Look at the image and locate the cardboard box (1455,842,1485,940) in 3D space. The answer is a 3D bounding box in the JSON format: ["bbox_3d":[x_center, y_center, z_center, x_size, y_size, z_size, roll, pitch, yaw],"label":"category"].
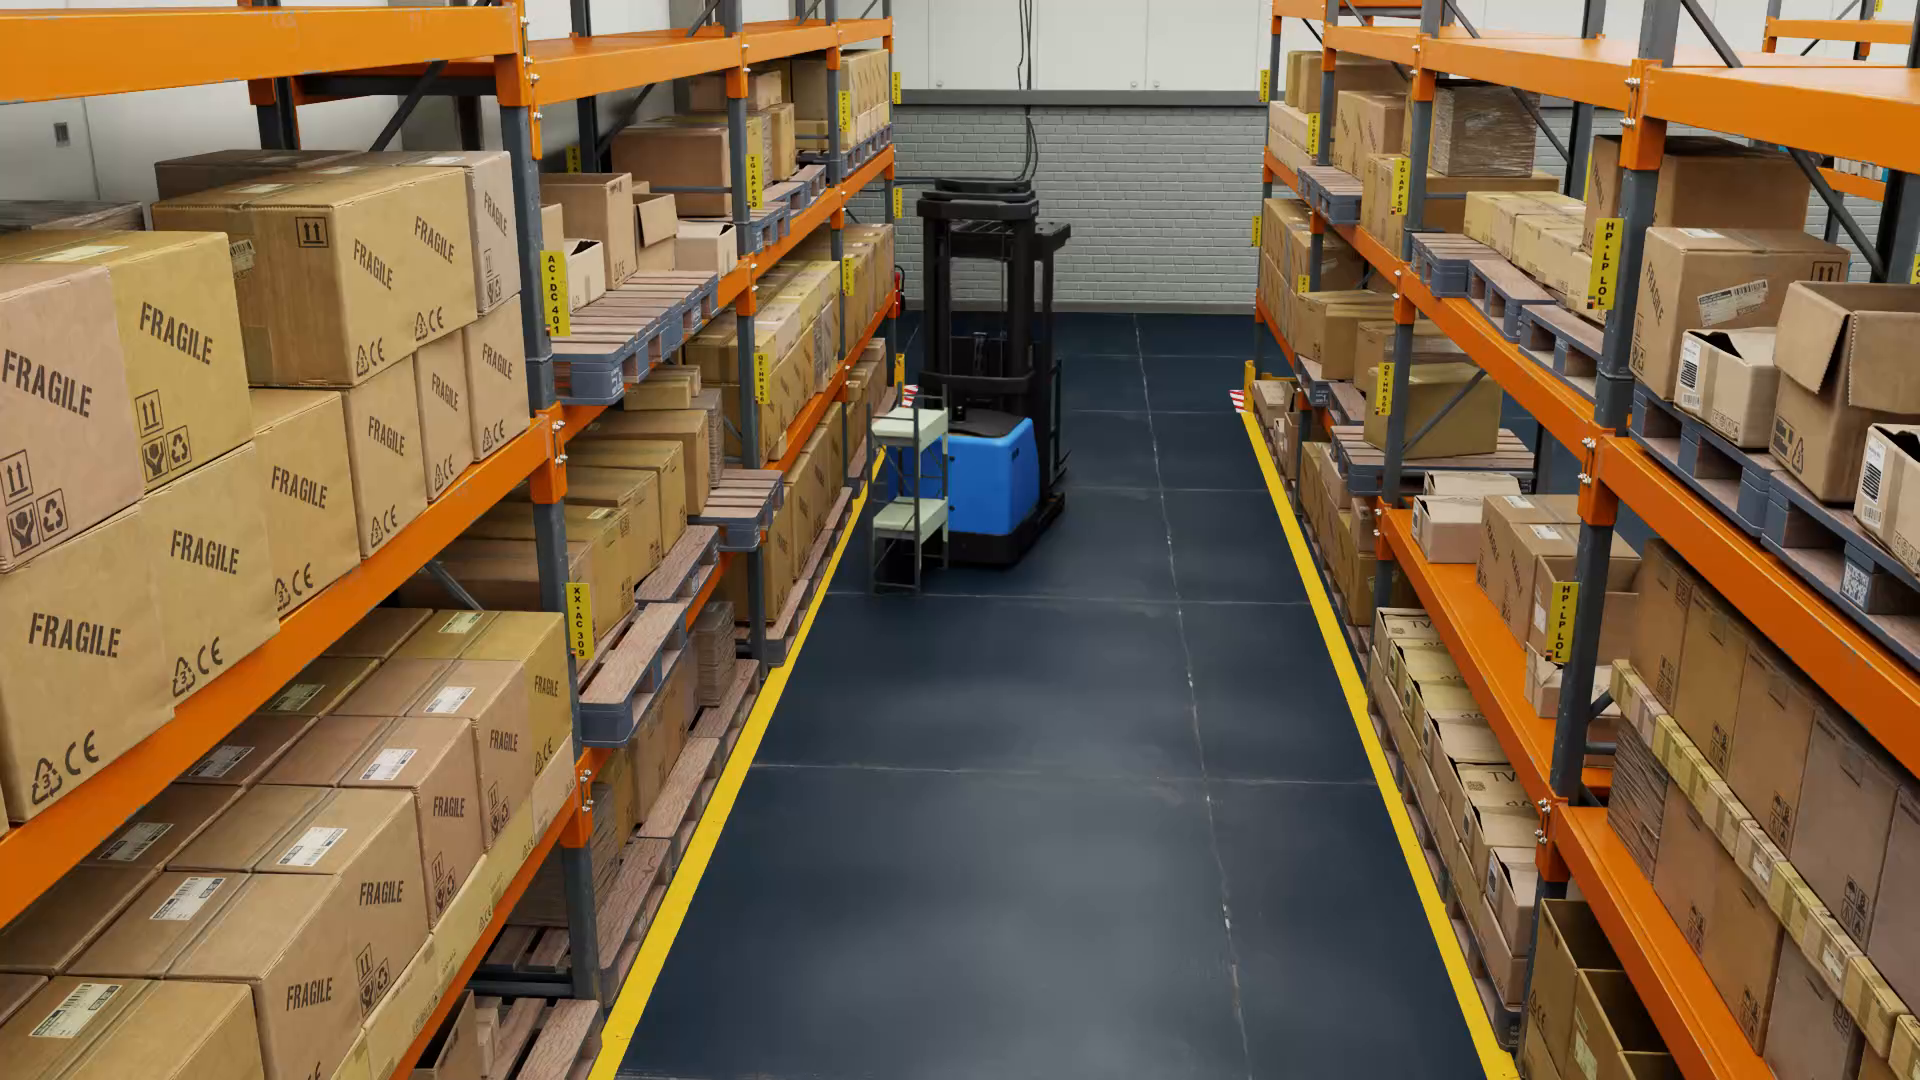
[{"bbox_3d":[2.641,1.654,7.799,0.500,0.250,0.500,1,18,3],"label":"cardboard box"}]

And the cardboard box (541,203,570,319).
[{"bbox_3d":[-1.959,-1.111,6.843,0.500,0.500,0.500,4,19,12],"label":"cardboard box"}]

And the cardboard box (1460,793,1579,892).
[{"bbox_3d":[2.637,1.386,7.717,0.500,0.311,0.500,2,18,5],"label":"cardboard box"}]

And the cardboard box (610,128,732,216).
[{"bbox_3d":[-1.815,-2.343,10.573,0.700,0.500,0.500,0,18,0],"label":"cardboard box"}]

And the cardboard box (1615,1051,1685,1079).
[{"bbox_3d":[2.446,2.038,5.424,0.500,0.500,0.500,1,18,4],"label":"cardboard box"}]

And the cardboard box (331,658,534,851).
[{"bbox_3d":[-1.834,0.744,5.839,0.500,0.500,0.500,1,18,4],"label":"cardboard box"}]

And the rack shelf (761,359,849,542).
[{"bbox_3d":[-1.648,-0.792,12.677,1.077,0.370,4.000,1,18,4],"label":"rack shelf"}]

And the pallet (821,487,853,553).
[{"bbox_3d":[-1.485,-0.188,14.159,1.003,0.211,1.213,1,18,4],"label":"pallet"}]

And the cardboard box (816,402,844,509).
[{"bbox_3d":[-1.422,-0.728,14.105,0.750,0.750,0.750,1,18,5],"label":"cardboard box"}]

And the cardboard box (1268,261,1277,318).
[{"bbox_3d":[3.358,-2.487,16.535,0.500,0.500,0.500,1,18,4],"label":"cardboard box"}]

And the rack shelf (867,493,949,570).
[{"bbox_3d":[-0.393,-0.074,12.789,0.431,0.370,0.720,5,19,15],"label":"rack shelf"}]

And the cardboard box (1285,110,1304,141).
[{"bbox_3d":[3.314,-3.860,15.506,0.500,0.250,0.500,1,18,4],"label":"cardboard box"}]

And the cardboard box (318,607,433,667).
[{"bbox_3d":[-2.320,0.577,6.350,0.500,0.500,0.500,1,18,3],"label":"cardboard box"}]

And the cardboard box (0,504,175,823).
[{"bbox_3d":[-2.018,0.225,3.408,0.500,0.500,0.500,2,18,8],"label":"cardboard box"}]

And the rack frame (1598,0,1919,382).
[{"bbox_3d":[2.863,-2.012,5.610,1.000,3.000,0.127,1,18,4],"label":"rack frame"}]

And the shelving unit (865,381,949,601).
[{"bbox_3d":[-0.393,-0.384,12.687,0.431,1.500,0.755,5,19,15],"label":"shelving unit"}]

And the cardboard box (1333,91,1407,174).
[{"bbox_3d":[3.327,-3.211,13.091,0.600,0.600,0.600,0,18,-1],"label":"cardboard box"}]

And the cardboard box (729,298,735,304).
[{"bbox_3d":[-1.901,-1.692,12.395,0.500,0.250,0.500,1,18,3],"label":"cardboard box"}]

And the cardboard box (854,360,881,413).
[{"bbox_3d":[-1.204,-1.634,17.432,0.700,0.500,0.500,1,18,4],"label":"cardboard box"}]

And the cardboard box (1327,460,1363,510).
[{"bbox_3d":[3.052,-0.412,12.466,0.500,0.250,0.500,1,18,3],"label":"cardboard box"}]

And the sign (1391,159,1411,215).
[{"bbox_3d":[2.609,-2.087,9.827,0.100,0.325,0.005,1,18,4],"label":"sign"}]

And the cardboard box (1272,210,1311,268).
[{"bbox_3d":[3.358,-2.961,16.375,0.500,0.500,0.500,2,18,5],"label":"cardboard box"}]

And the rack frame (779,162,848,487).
[{"bbox_3d":[-1.505,-1.755,14.461,1.000,3.000,0.127,1,18,4],"label":"rack frame"}]

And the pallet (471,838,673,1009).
[{"bbox_3d":[-2.024,1.813,8.051,1.003,0.211,1.213,1,18,4],"label":"pallet"}]

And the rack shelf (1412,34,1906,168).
[{"bbox_3d":[3.006,-2.101,7.680,1.077,0.370,4.000,1,18,4],"label":"rack shelf"}]

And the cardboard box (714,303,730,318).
[{"bbox_3d":[-1.937,-1.534,11.912,0.500,0.250,0.500,1,18,3],"label":"cardboard box"}]

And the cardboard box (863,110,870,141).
[{"bbox_3d":[-1.112,-3.882,15.542,0.500,0.250,0.500,1,18,2],"label":"cardboard box"}]

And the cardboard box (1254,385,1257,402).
[{"bbox_3d":[3.332,-1.550,17.681,0.380,0.166,0.250,1,18,4],"label":"cardboard box"}]

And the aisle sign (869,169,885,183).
[{"bbox_3d":[-0.914,-4.248,17.895,0.394,0.787,0.004,1,18,4],"label":"aisle sign"}]

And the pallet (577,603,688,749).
[{"bbox_3d":[-1.878,0.587,7.623,1.003,0.211,1.213,1,18,4],"label":"pallet"}]

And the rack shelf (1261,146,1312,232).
[{"bbox_3d":[3.580,-3.350,15.668,1.077,0.370,4.000,1,18,4],"label":"rack shelf"}]

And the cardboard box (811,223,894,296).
[{"bbox_3d":[-1.245,-2.981,17.722,0.980,0.700,0.700,2,18,6],"label":"cardboard box"}]

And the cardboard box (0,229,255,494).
[{"bbox_3d":[-1.983,-0.414,3.753,0.500,0.500,0.500,2,18,5],"label":"cardboard box"}]

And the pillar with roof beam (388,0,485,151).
[{"bbox_3d":[1.546,-2.883,8.269,9.100,9.000,0.400,1,18,4],"label":"pillar with roof beam"}]

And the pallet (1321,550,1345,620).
[{"bbox_3d":[3.331,0.313,12.628,1.003,0.211,1.213,1,18,4],"label":"pallet"}]

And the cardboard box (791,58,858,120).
[{"bbox_3d":[-1.174,-3.928,14.476,0.500,0.500,0.500,1,18,3],"label":"cardboard box"}]

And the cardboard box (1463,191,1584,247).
[{"bbox_3d":[3.173,-1.815,9.393,0.500,0.250,0.500,0,18,0],"label":"cardboard box"}]

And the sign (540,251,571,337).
[{"bbox_3d":[-1.537,-0.931,6.301,0.100,0.325,0.005,1,18,4],"label":"sign"}]

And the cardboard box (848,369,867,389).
[{"bbox_3d":[-1.105,-1.569,16.193,0.380,0.149,0.250,1,18,2],"label":"cardboard box"}]

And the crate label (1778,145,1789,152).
[{"bbox_3d":[8.275,-3.851,16.281,0.408,0.251,0.502,1,18,4],"label":"crate label"}]

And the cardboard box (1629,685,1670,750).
[{"bbox_3d":[2.633,0.641,5.948,0.380,0.149,0.250,2,18,5],"label":"cardboard box"}]

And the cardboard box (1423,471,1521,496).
[{"bbox_3d":[3.080,-0.249,10.008,0.500,0.311,0.500,2,18,7],"label":"cardboard box"}]

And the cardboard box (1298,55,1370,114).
[{"bbox_3d":[3.524,-4.212,15.375,0.700,0.500,0.500,1,18,4],"label":"cardboard box"}]

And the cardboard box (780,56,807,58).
[{"bbox_3d":[-1.651,-4.095,14.987,0.500,0.500,0.500,1,18,2],"label":"cardboard box"}]

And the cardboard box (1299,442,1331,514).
[{"bbox_3d":[3.159,-0.522,14.006,0.500,0.500,0.500,0,18,1],"label":"cardboard box"}]

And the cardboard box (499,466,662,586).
[{"bbox_3d":[-1.945,-0.063,8.430,0.700,0.500,0.500,4,19,11],"label":"cardboard box"}]

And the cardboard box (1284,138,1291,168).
[{"bbox_3d":[3.320,-3.622,15.584,0.500,0.250,0.500,1,18,4],"label":"cardboard box"}]

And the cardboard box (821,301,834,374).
[{"bbox_3d":[-1.313,-1.645,13.457,0.500,0.500,0.500,1,18,4],"label":"cardboard box"}]

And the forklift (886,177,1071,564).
[{"bbox_3d":[0.301,-1.622,14.165,1.130,2.935,3.031,5,19,15],"label":"forklift"}]

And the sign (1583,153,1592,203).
[{"bbox_3d":[3.703,-2.097,9.730,0.100,0.325,0.005,1,18,4],"label":"sign"}]

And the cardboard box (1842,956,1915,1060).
[{"bbox_3d":[2.505,1.201,4.239,0.380,0.149,0.250,2,18,5],"label":"cardboard box"}]

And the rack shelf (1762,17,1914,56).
[{"bbox_3d":[8.520,-4.474,14.922,1.077,0.370,4.000,1,18,4],"label":"rack shelf"}]

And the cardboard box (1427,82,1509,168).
[{"bbox_3d":[3.224,-2.645,10.594,0.500,0.500,0.500,1,18,4],"label":"cardboard box"}]

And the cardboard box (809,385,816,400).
[{"bbox_3d":[-1.349,-1.217,13.192,0.380,0.149,0.250,1,18,4],"label":"cardboard box"}]

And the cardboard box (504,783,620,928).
[{"bbox_3d":[-2.042,1.480,7.898,0.700,0.500,0.500,2,18,6],"label":"cardboard box"}]

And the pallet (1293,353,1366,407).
[{"bbox_3d":[3.270,-1.308,13.407,1.003,0.211,1.213,1,18,4],"label":"pallet"}]

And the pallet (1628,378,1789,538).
[{"bbox_3d":[2.828,-0.279,5.281,1.003,0.211,1.213,1,18,4],"label":"pallet"}]
